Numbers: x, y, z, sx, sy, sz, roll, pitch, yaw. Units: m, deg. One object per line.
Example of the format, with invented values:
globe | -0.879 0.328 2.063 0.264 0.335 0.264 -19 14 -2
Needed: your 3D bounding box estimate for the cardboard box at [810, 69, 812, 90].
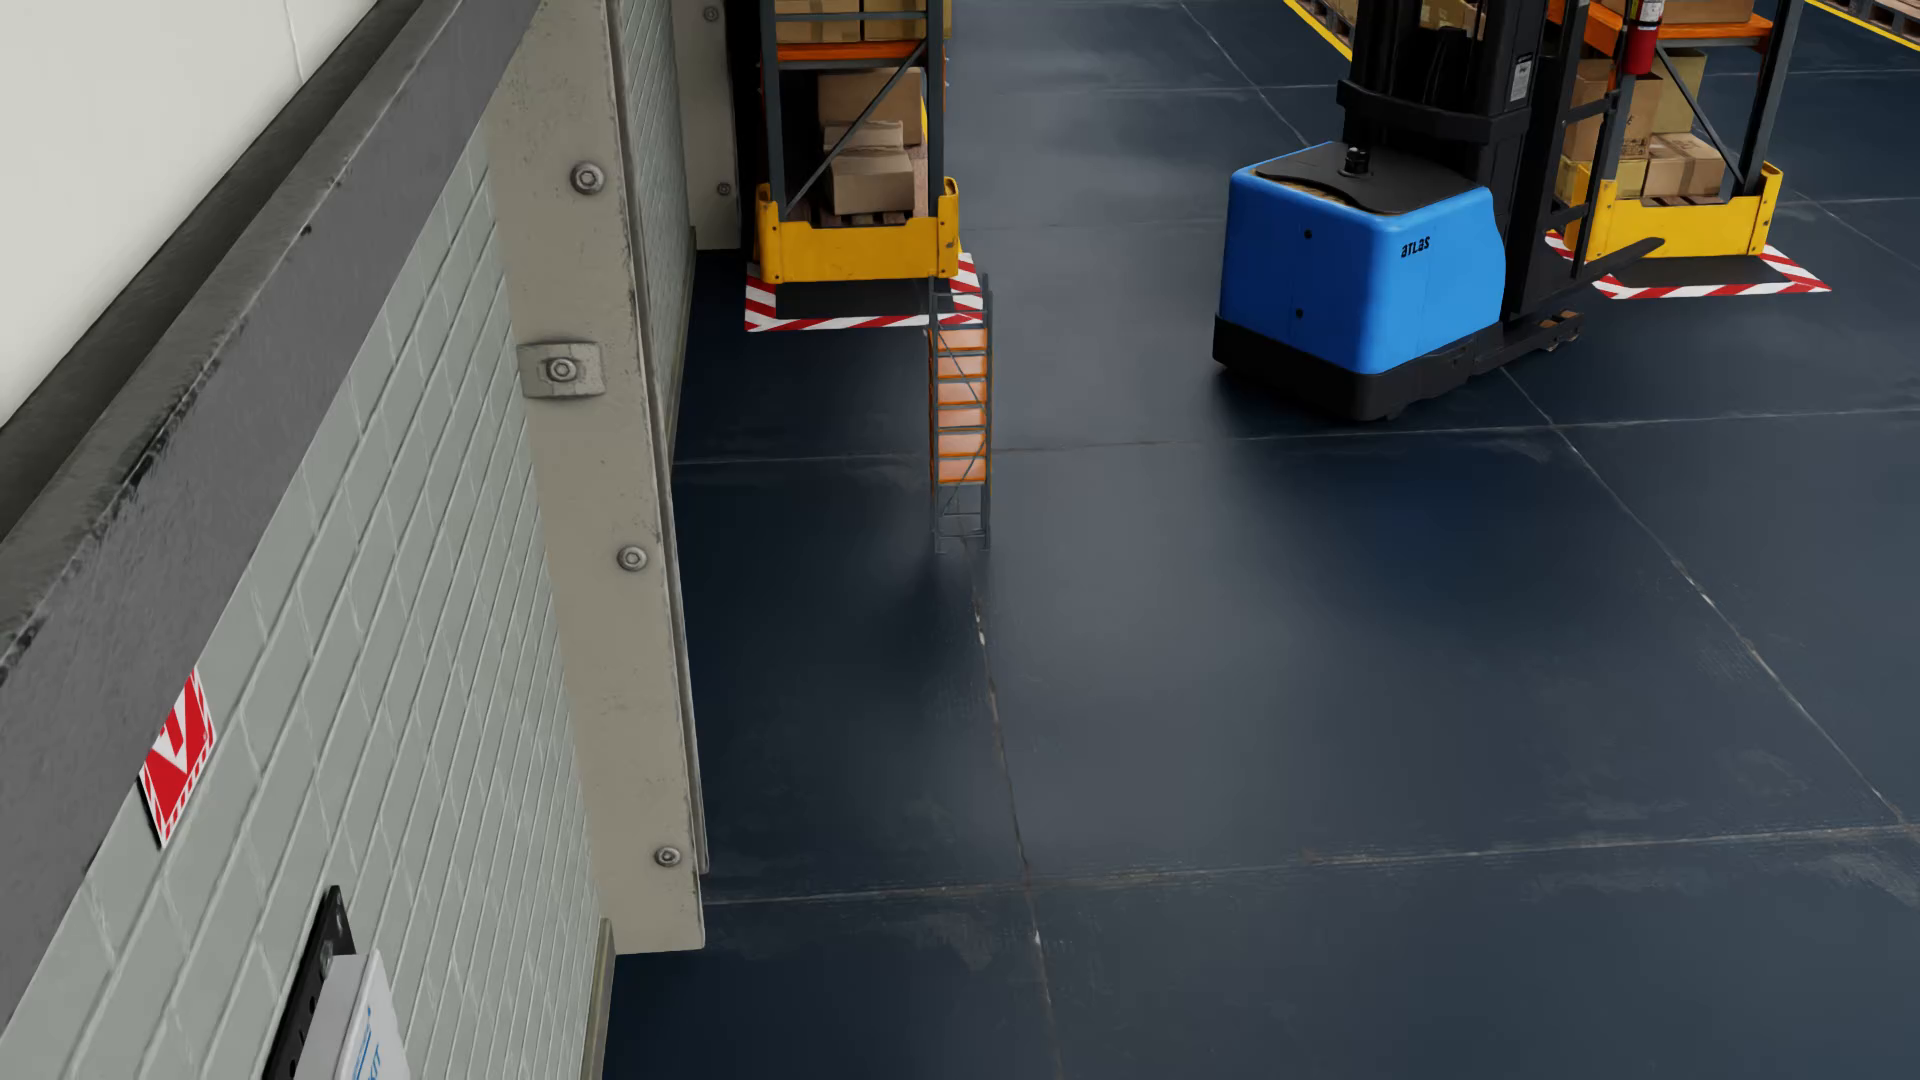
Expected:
cardboard box | -0.832 -3.497 12.188 0.500 0.500 0.500 -5 31 -8

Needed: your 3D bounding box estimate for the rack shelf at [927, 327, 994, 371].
rack shelf | 0.001 -0.779 6.768 0.258 0.103 0.180 -3 31 -5

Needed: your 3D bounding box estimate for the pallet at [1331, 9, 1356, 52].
pallet | 3.855 -4.326 14.286 1.003 0.211 1.213 -3 31 -5

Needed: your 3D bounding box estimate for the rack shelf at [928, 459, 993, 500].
rack shelf | 0.001 -0.264 7.076 0.258 0.103 0.180 -3 31 -5

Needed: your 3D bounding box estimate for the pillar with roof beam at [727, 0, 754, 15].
pillar with roof beam | 2.203 -9.028 13.589 9.100 9.000 0.400 -3 31 -5

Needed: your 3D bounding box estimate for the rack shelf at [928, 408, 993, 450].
rack shelf | 0.001 -0.470 6.953 0.258 0.103 0.180 -3 31 -5

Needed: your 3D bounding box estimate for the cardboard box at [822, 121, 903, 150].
cardboard box | -0.624 -2.550 10.788 0.500 0.311 0.500 0 31 0

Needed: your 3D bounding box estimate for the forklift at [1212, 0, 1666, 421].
forklift | 2.774 -2.459 8.509 3.031 2.935 1.130 -23 38 -34

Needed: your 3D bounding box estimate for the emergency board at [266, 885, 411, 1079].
emergency board | -0.769 1.144 2.410 0.194 1.169 0.643 -3 31 -5

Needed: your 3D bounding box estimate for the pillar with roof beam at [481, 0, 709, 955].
pillar with roof beam | 3.325 -2.902 3.332 9.100 9.000 0.400 -3 31 -5

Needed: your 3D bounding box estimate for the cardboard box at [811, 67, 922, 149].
cardboard box | -0.643 -3.008 11.370 0.700 0.500 0.500 -5 31 -8

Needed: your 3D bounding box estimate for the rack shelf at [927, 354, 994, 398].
rack shelf | 0.001 -0.676 6.830 0.258 0.103 0.180 -3 31 -5

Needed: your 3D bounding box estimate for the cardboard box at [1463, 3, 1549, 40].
cardboard box | 3.836 -3.453 11.646 0.500 0.500 0.500 -3 31 -5

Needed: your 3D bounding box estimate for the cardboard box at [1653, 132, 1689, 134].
cardboard box | 4.457 -2.646 11.026 0.500 0.250 0.500 -3 31 -5

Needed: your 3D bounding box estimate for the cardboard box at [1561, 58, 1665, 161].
cardboard box | 3.990 -2.688 10.365 0.500 0.500 0.500 -3 31 -5

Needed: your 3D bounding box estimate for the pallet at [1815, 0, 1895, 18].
pallet | 8.665 -5.210 15.767 1.003 0.211 1.213 -3 31 -5

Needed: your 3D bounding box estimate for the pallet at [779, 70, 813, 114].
pallet | -0.871 -3.371 12.688 1.003 0.211 1.213 -3 31 -5

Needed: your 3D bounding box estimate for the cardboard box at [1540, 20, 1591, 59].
cardboard box | 3.882 -3.198 11.219 0.500 0.500 0.500 -3 31 -5

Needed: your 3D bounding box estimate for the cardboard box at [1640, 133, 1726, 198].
cardboard box | 4.508 -2.391 10.599 0.500 0.250 0.500 -3 31 -5

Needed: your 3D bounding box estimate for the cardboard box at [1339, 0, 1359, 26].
cardboard box | 3.590 -4.605 14.306 0.500 0.250 0.500 -3 31 -5

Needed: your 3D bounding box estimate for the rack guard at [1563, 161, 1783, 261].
rack guard | 4.338 -2.021 10.146 1.175 0.500 0.348 -3 31 -5

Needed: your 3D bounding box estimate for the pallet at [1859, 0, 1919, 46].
pallet | 8.782 -4.586 14.722 1.003 0.211 1.213 -3 31 -5

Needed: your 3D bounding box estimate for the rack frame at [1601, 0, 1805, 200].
rack frame | 4.336 -3.106 9.526 1.000 3.000 0.127 -3 31 -5

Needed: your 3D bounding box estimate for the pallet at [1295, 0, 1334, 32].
pallet | 3.738 -4.950 15.331 1.003 0.211 1.213 -3 31 -5

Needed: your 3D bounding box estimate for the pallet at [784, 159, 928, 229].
pallet | -0.643 -2.125 10.602 1.003 0.211 1.213 -3 31 -5

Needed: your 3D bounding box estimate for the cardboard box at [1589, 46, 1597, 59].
cardboard box | 4.399 -3.223 11.261 0.500 0.500 0.500 -3 31 -5

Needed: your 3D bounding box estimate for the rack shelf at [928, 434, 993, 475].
rack shelf | 0.001 -0.367 7.014 0.258 0.103 0.180 -3 31 -5

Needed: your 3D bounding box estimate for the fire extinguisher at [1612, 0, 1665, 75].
fire extinguisher | 3.885 -2.991 9.407 0.296 0.674 0.183 -3 31 -5

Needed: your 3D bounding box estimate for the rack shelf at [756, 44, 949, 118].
rack shelf | -0.782 -3.579 11.019 1.077 0.370 4.000 -3 31 -5

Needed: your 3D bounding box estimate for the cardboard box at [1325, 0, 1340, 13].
cardboard box | 3.541 -4.866 14.743 0.500 0.250 0.500 -2 31 -3

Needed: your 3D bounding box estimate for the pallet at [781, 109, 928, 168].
pallet | -0.754 -2.747 11.643 1.003 0.211 1.213 -3 31 -5

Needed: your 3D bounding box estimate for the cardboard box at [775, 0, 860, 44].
cardboard box | -0.832 -3.041 9.542 0.500 0.250 0.500 -2 31 -4

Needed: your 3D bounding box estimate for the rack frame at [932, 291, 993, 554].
rack frame | 0.010 -0.461 6.852 0.240 1.200 0.006 -3 31 -5

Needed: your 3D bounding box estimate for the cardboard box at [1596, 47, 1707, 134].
cardboard box | 4.459 -2.968 10.834 0.500 0.500 0.500 -3 31 -5

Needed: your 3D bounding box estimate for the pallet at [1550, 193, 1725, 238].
pallet | 4.223 -2.298 10.891 1.003 0.211 1.213 -3 31 -5

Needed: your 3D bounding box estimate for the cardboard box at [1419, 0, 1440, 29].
cardboard box | 3.749 -3.964 12.501 0.500 0.500 0.500 -3 31 -5

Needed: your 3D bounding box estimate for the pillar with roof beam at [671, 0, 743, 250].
pillar with roof beam | 2.764 -5.965 8.461 9.100 9.000 0.400 -3 31 -5

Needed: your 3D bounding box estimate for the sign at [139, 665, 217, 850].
sign | -0.867 0.157 1.801 0.001 0.298 0.199 -3 31 -5

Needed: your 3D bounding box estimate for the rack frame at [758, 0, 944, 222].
rack frame | -0.595 -2.867 9.125 1.000 3.000 0.127 -3 31 -5

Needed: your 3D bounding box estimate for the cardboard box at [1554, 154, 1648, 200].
cardboard box | 3.992 -2.366 10.558 0.500 0.250 0.500 -3 31 -5

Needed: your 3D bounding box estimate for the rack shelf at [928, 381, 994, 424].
rack shelf | 0.001 -0.573 6.891 0.258 0.103 0.180 -3 31 -5

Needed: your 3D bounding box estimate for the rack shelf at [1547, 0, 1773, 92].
rack shelf | 4.149 -3.819 11.420 1.077 0.370 4.000 -3 31 -5

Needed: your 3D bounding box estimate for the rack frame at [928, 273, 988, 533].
rack frame | -0.007 -0.554 7.008 0.240 1.200 0.006 -3 31 -5

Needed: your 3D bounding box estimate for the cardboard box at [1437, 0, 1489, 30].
cardboard box | 3.788 -3.708 12.073 0.500 0.500 0.500 -3 31 -5

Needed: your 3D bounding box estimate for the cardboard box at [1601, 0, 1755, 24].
cardboard box | 4.305 -3.388 9.900 0.700 0.500 0.500 -3 31 -5

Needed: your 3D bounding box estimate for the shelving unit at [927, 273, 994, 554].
shelving unit | 0.001 -0.508 6.930 0.258 1.200 0.189 -3 31 -5

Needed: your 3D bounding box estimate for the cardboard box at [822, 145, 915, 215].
cardboard box | -0.571 -2.259 10.300 0.500 0.311 0.500 -6 31 -10
